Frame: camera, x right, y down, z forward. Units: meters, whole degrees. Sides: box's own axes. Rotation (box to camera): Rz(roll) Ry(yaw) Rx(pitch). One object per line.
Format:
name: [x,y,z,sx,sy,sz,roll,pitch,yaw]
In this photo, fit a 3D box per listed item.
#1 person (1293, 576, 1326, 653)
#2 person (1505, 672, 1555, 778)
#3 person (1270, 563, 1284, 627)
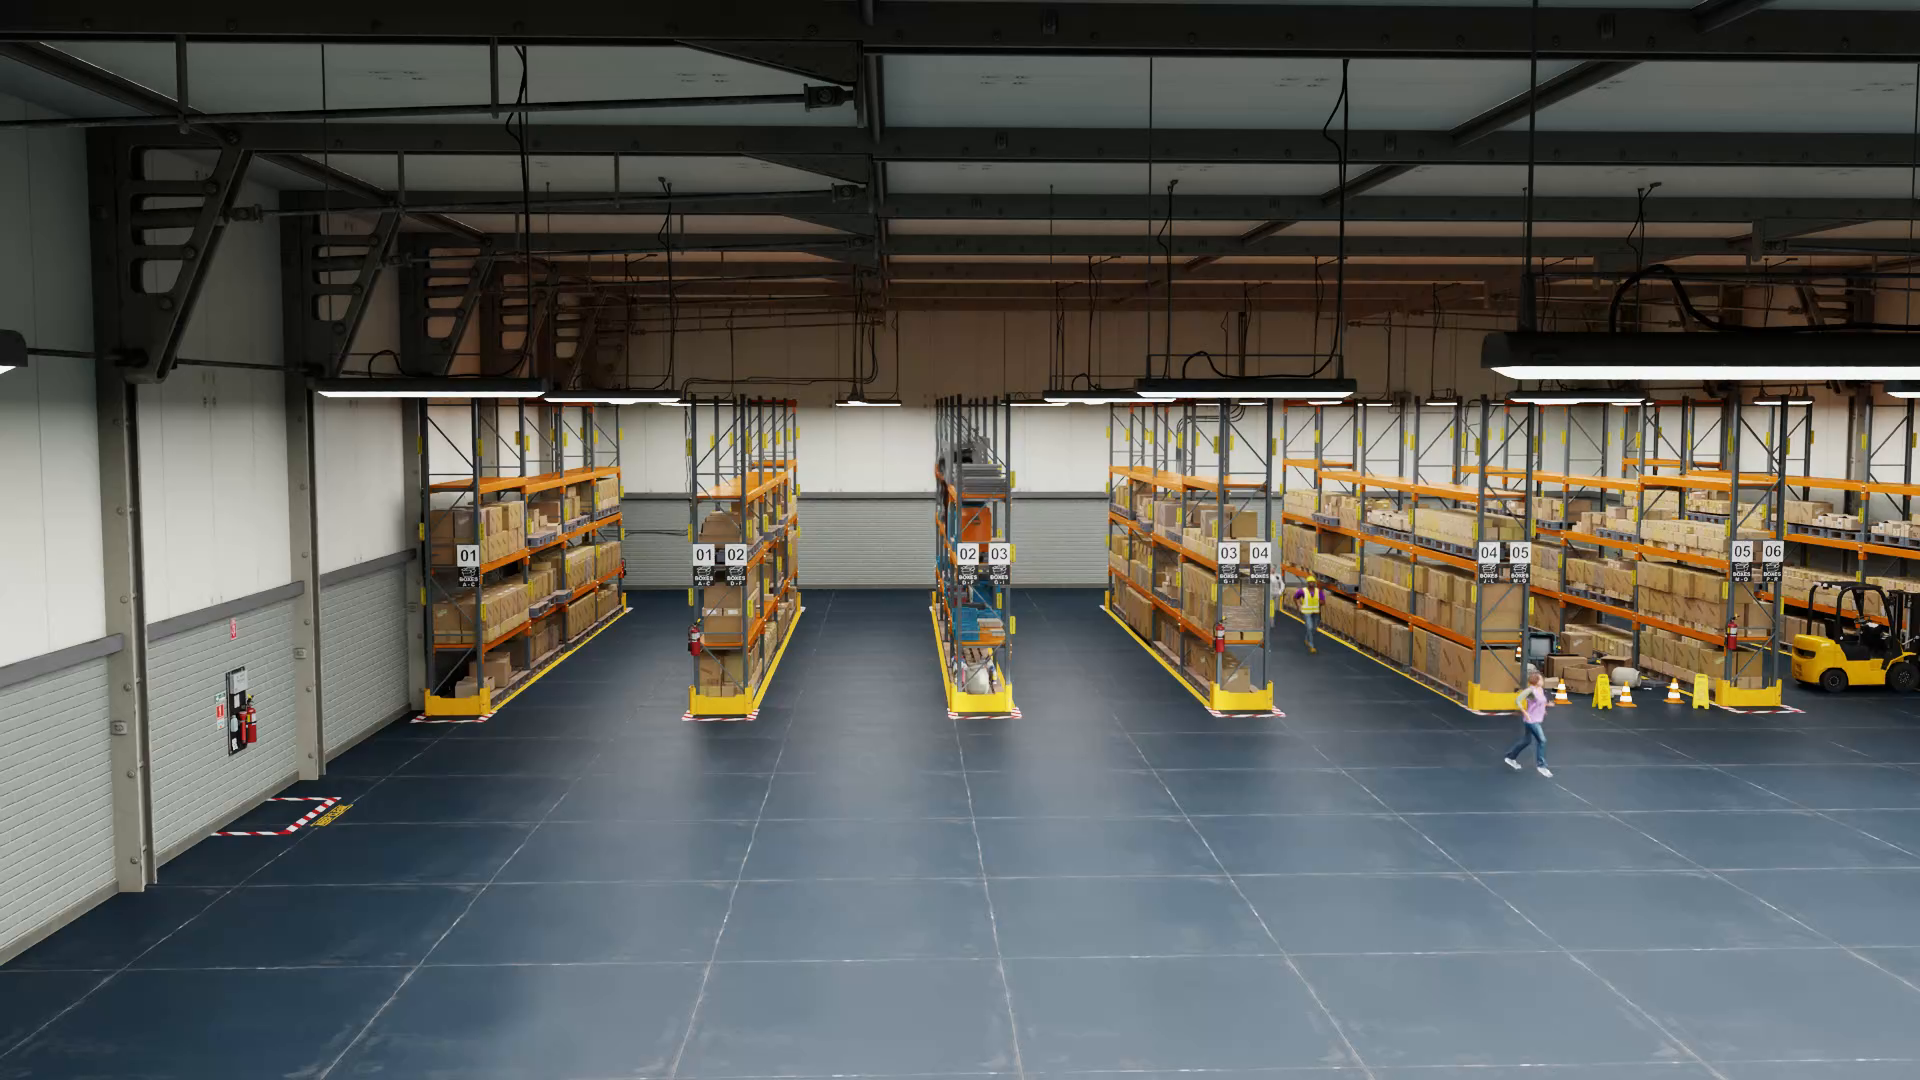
person: [8.271,1.729,39.208,0.700,1.752,0.989,-1,5,-9]
person: [8.957,2.874,26.088,0.764,1.637,0.516,3,5,32]
person: [8.274,1.444,43.996,0.616,1.670,0.561,0,4,2]
